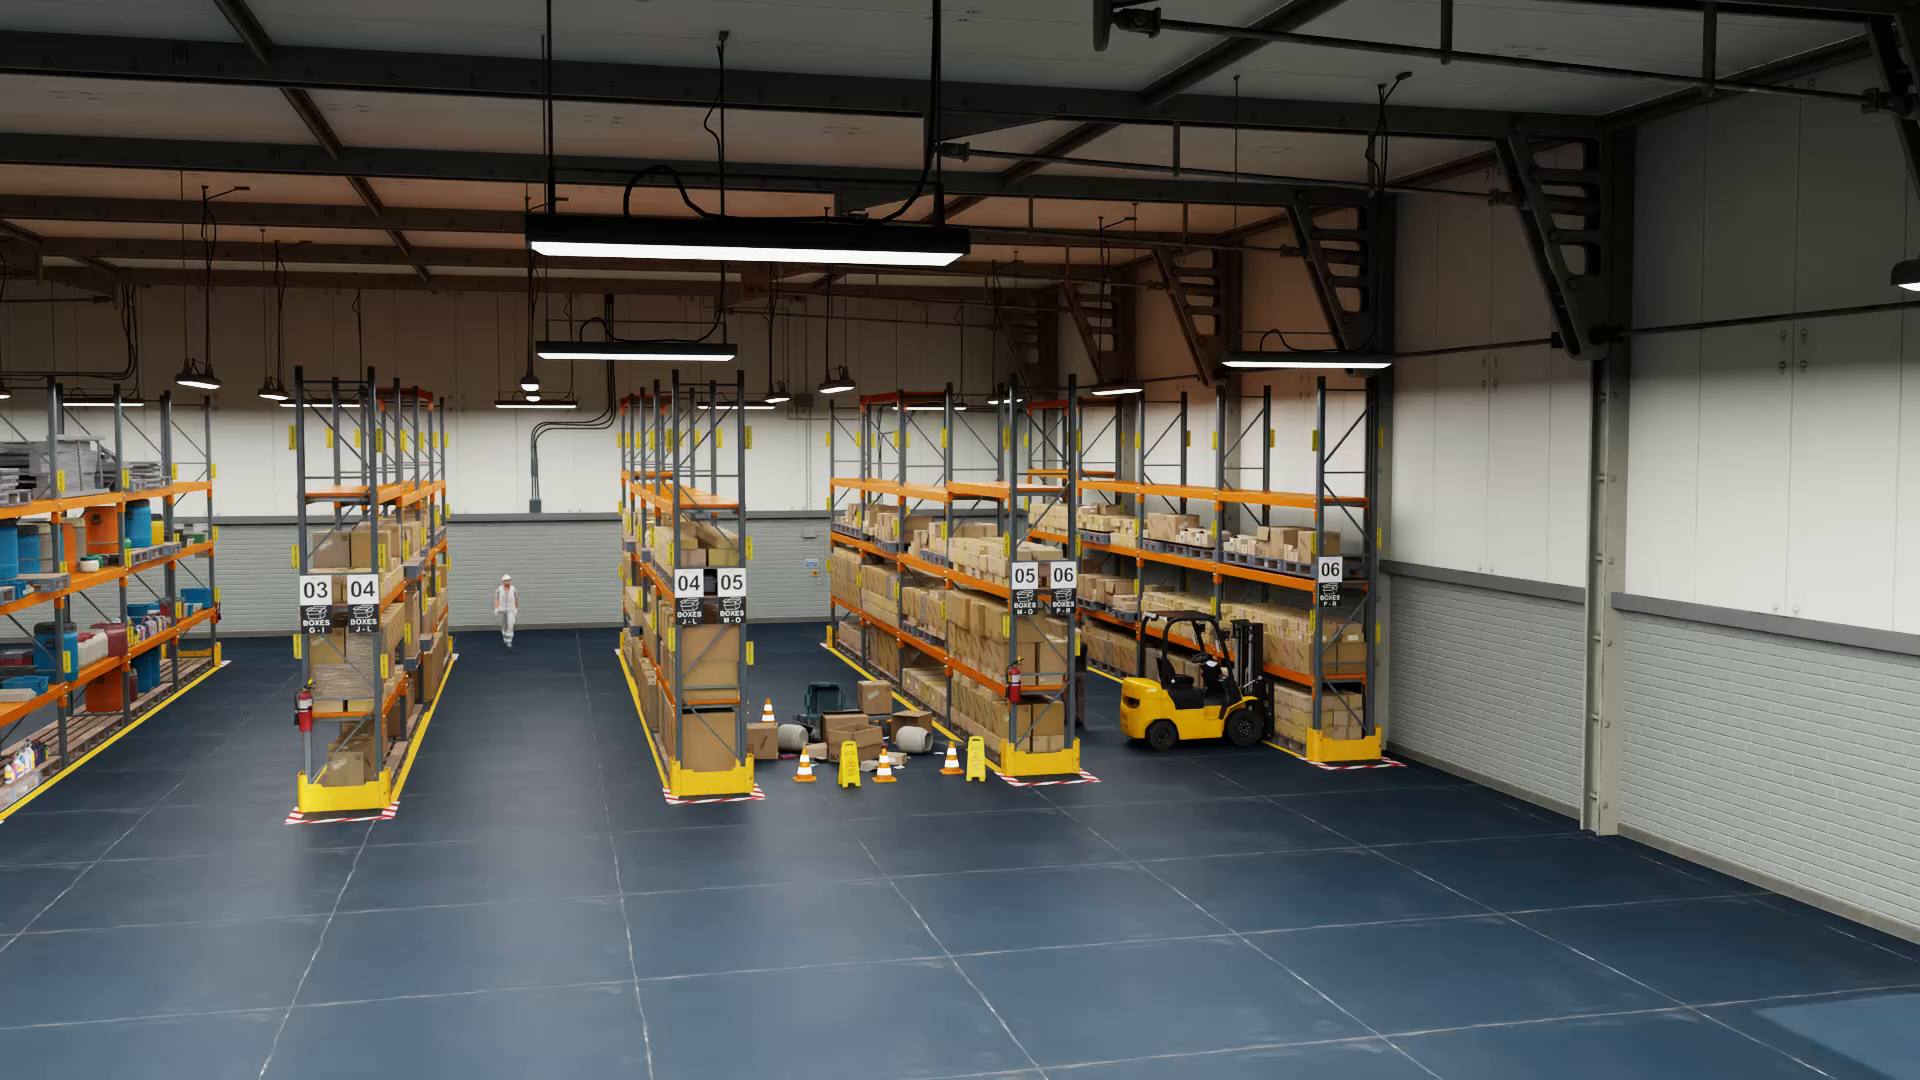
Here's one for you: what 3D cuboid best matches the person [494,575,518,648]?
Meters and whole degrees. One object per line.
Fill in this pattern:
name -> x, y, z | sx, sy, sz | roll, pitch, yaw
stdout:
person -> -10.999, 1.711, 40.284 | 0.542, 1.725, 1.068 | -1, 3, -11

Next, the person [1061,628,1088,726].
person -> 2.040, 2.427, 29.239 | 0.529, 1.768, 0.613 | -1, 4, -18
